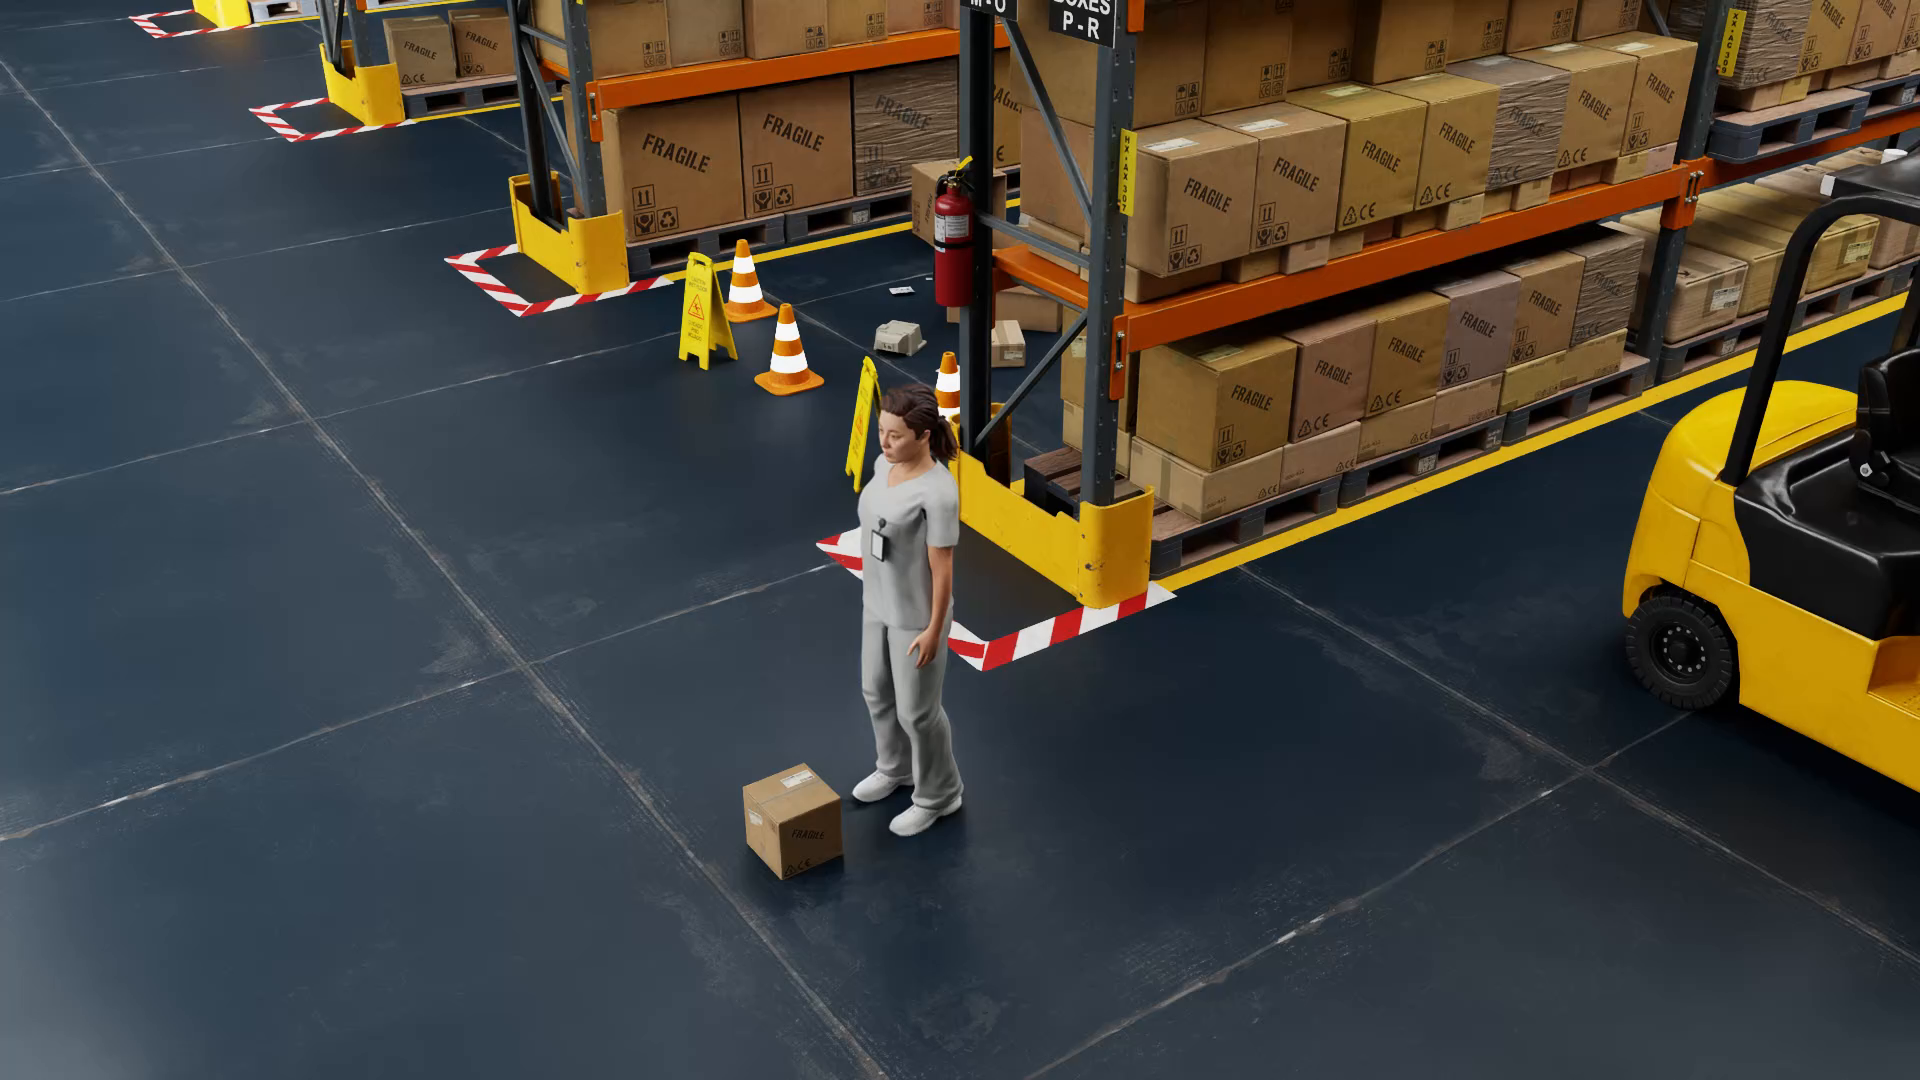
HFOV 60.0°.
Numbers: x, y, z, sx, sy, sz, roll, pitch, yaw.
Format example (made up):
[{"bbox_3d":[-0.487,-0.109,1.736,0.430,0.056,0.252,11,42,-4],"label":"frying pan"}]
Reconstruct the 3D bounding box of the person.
[{"bbox_3d":[-0.165,0.240,5.702,0.360,1.675,0.444,-18,33,-29],"label":"person"}]
